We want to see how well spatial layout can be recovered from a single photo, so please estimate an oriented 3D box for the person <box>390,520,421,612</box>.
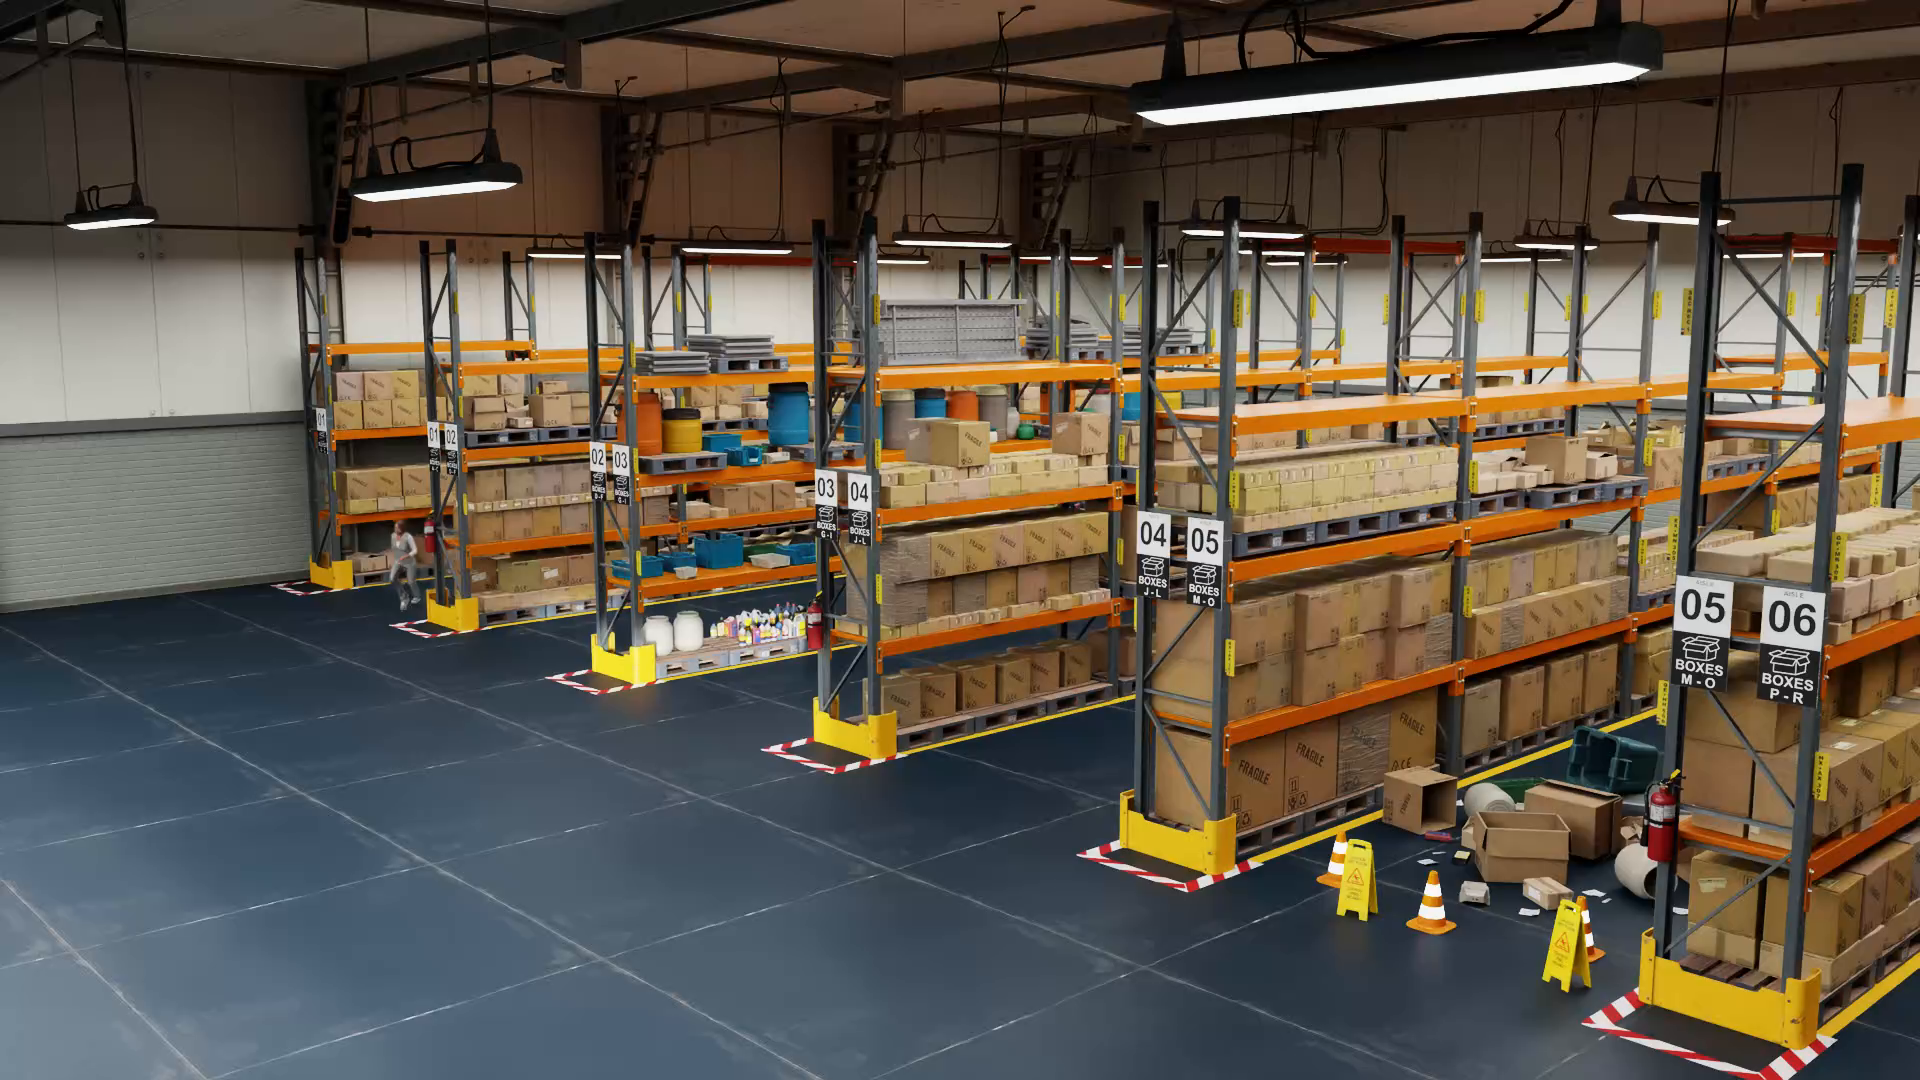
[{"bbox_3d":[-9.149,0.395,27.491,0.523,1.526,0.842,1,9,10],"label":"person"}]
